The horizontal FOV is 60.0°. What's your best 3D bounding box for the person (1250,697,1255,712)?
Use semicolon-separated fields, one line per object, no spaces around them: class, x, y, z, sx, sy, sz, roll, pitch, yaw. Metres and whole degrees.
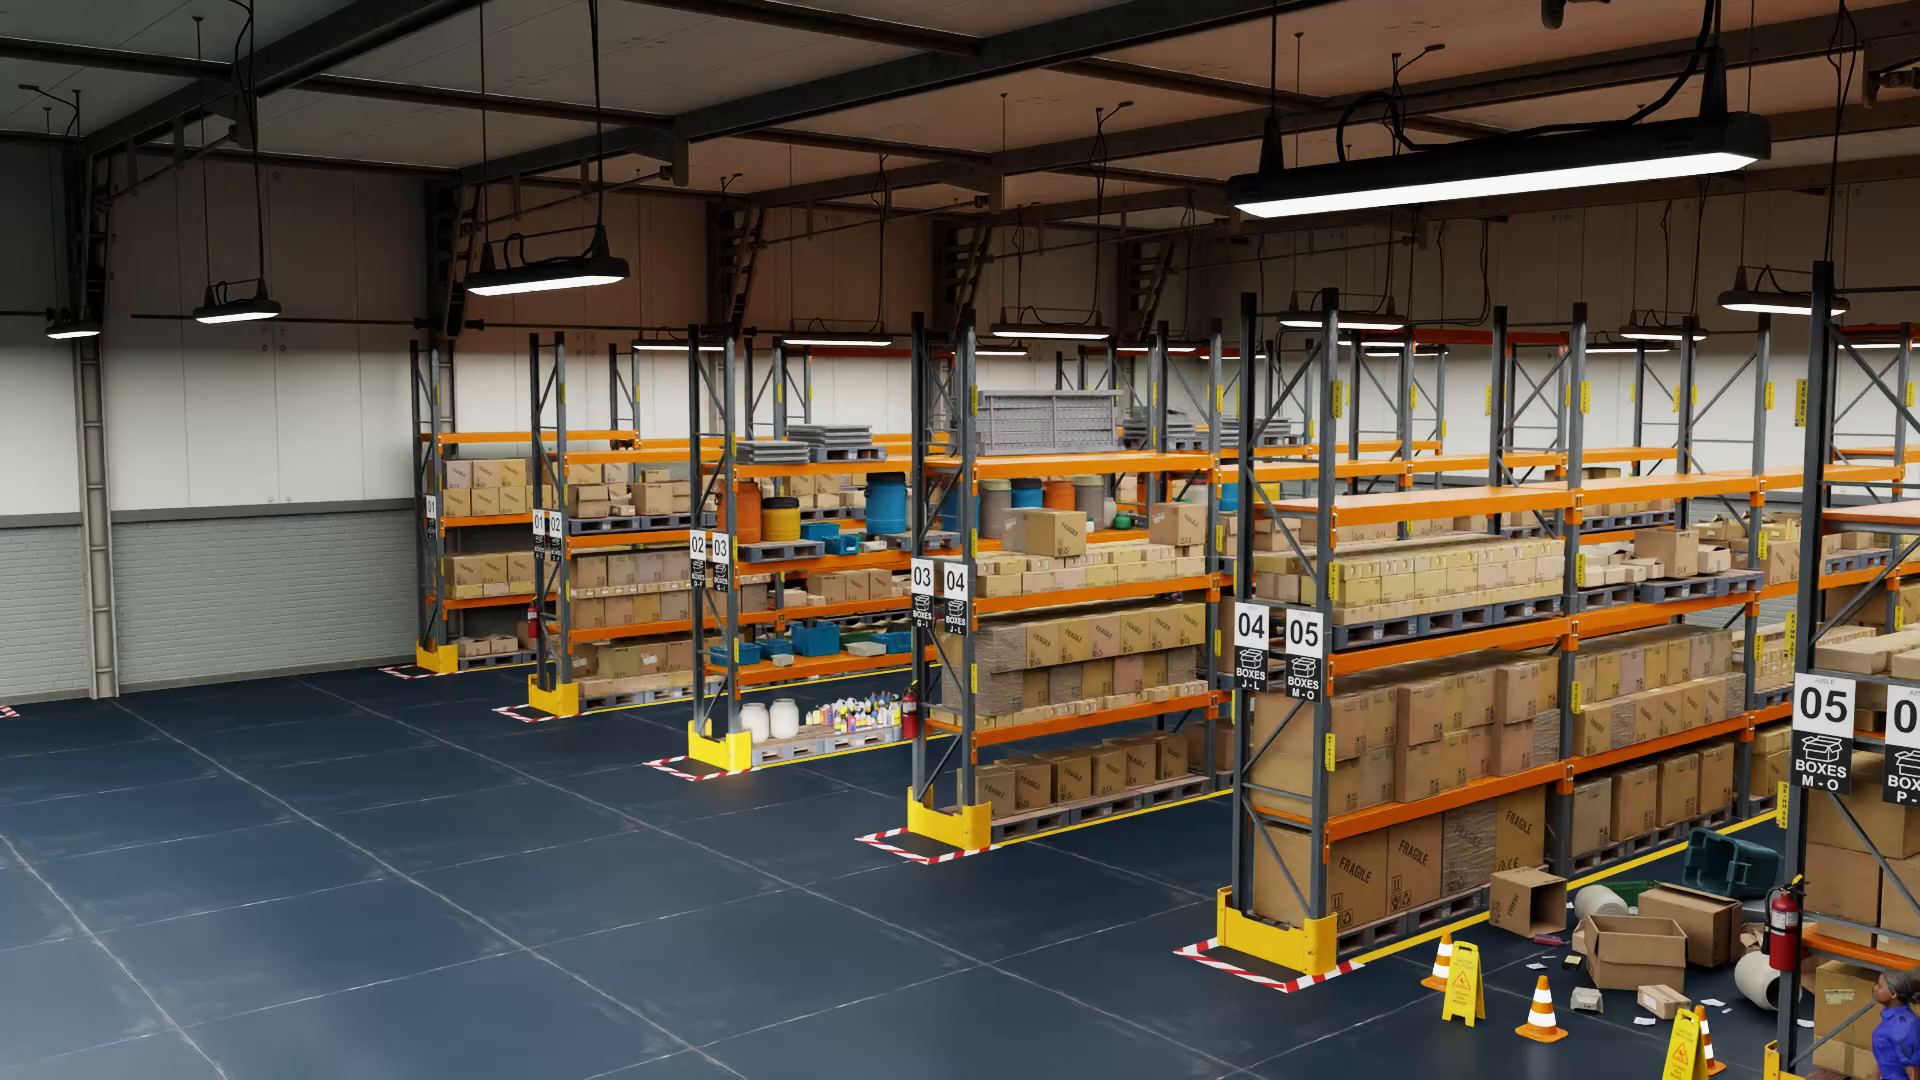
person;4.430;1.948;25.148;0.638;1.779;0.532;2;6;18

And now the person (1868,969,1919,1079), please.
person;5.745;3.418;10.161;1.016;1.592;0.459;2;6;22
